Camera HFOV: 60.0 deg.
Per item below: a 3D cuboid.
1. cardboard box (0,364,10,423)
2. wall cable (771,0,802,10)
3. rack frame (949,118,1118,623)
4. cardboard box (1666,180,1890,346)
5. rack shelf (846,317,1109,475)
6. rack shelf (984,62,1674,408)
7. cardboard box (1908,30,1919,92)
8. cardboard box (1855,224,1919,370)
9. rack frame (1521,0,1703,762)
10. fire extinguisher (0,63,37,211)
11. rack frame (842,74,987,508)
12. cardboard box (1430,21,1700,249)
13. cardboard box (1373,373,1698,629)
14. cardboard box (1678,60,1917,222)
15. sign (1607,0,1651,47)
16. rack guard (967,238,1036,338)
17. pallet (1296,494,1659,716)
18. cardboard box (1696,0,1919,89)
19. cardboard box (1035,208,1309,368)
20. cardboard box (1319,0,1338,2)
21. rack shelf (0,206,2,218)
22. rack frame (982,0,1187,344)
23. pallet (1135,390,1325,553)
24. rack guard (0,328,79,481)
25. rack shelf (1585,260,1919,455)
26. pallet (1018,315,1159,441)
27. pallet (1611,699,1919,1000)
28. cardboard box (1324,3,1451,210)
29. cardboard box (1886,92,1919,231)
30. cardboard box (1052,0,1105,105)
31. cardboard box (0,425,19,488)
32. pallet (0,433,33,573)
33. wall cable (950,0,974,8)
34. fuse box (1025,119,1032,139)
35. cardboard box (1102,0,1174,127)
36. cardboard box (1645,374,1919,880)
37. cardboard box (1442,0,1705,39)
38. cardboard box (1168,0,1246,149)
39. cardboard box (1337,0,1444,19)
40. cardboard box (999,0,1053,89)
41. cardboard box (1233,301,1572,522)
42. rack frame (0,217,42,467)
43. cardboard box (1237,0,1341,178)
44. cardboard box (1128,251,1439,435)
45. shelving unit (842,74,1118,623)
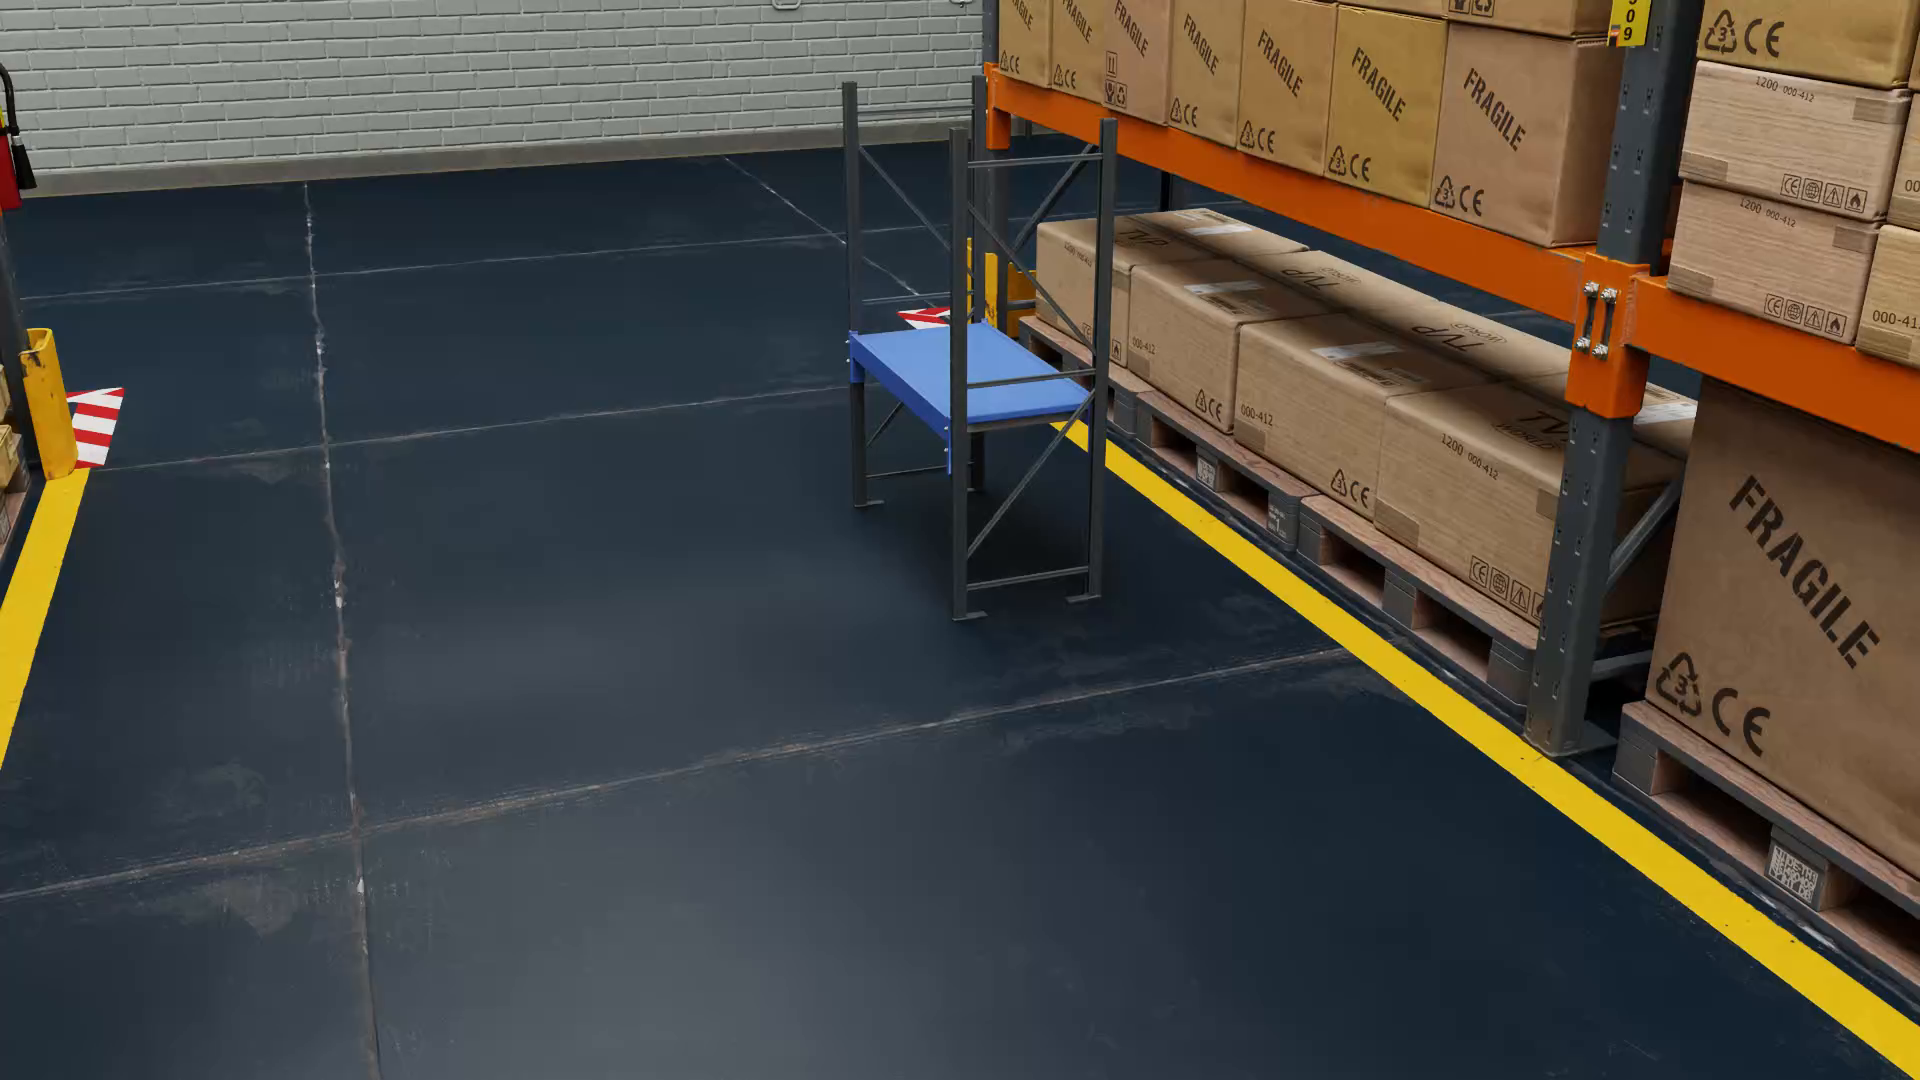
[{"bbox_3d":[-3.556,-0.493,5.804,0.380,0.149,0.250,-9,24,-20],"label":"cardboard box"},{"bbox_3d":[-1.428,-4.872,12.100,0.585,1.953,0.123,-8,24,-19],"label":"wall cable"},{"bbox_3d":[0.210,-0.475,4.947,0.500,1.500,0.032,-8,24,-19],"label":"rack frame"},{"bbox_3d":[1.908,-0.626,3.565,0.500,0.250,0.500,-9,24,-20],"label":"cardboard box"},{"bbox_3d":[0.030,-0.494,5.455,0.538,0.185,1.000,-8,24,-19],"label":"rack shelf"},{"bbox_3d":[1.293,-1.286,5.865,1.077,0.370,4.000,-8,24,-19],"label":"rack shelf"},{"bbox_3d":[2.091,-1.017,2.885,0.500,0.500,0.500,-8,24,-19],"label":"cardboard box"},{"bbox_3d":[2.092,-0.438,3.120,0.500,0.250,0.500,-9,24,-20],"label":"cardboard box"},{"bbox_3d":[1.999,-0.891,4.001,1.000,3.000,0.127,-8,24,-19],"label":"rack frame"},{"bbox_3d":[-3.666,-1.576,6.206,0.296,0.674,0.183,-8,24,-19],"label":"fire extinguisher"},{"bbox_3d":[-0.149,-0.845,5.823,0.500,1.500,0.032,-8,24,-19],"label":"rack frame"},{"bbox_3d":[1.596,-1.070,4.299,0.500,0.500,0.500,-8,24,-19],"label":"cardboard box"},{"bbox_3d":[1.878,-0.147,4.994,0.875,0.438,0.875,-9,24,-20],"label":"cardboard box"},{"bbox_3d":[1.891,-0.854,3.462,0.500,0.250,0.500,-9,24,-21],"label":"cardboard box"},{"bbox_3d":[1.480,-1.250,3.636,0.100,0.325,0.005,-8,24,-19],"label":"sign"},{"bbox_3d":[0.578,-1.201,7.956,1.175,0.500,0.348,-8,24,-19],"label":"rack guard"},{"bbox_3d":[1.804,0.107,5.224,1.003,0.211,1.213,-8,24,-19],"label":"pallet"},{"bbox_3d":[1.886,-1.198,3.315,0.500,0.500,0.500,-8,24,-18],"label":"cardboard box"},{"bbox_3d":[0.913,-1.131,7.329,0.875,0.438,0.875,-9,25,-21],"label":"cardboard box"},{"bbox_3d":[1.214,-1.900,4.981,0.500,0.500,0.500,-8,24,-18],"label":"cardboard box"},{"bbox_3d":[-3.303,-0.570,4.167,1.077,0.370,4.000,-8,24,-19],"label":"rack shelf"},{"bbox_3d":[0.586,-2.344,7.450,1.000,3.000,0.127,-8,24,-19],"label":"rack frame"},{"bbox_3d":[1.369,-0.337,6.278,1.003,0.211,1.213,-8,24,-19],"label":"pallet"},{"bbox_3d":[-3.982,-0.449,6.171,1.175,0.500,0.348,-8,24,-19],"label":"rack guard"},{"bbox_3d":[2.706,0.167,2.417,1.077,0.370,4.000,-8,24,-19],"label":"rack shelf"},{"bbox_3d":[0.942,-0.779,7.328,1.003,0.211,1.213,-8,24,-19],"label":"pallet"},{"bbox_3d":[2.342,0.664,3.902,1.003,0.211,1.213,-8,24,-19],"label":"pallet"},{"bbox_3d":[1.409,-1.257,4.740,0.500,0.500,0.500,-9,24,-20],"label":"cardboard box"},{"bbox_3d":[2.101,-0.668,3.022,0.500,0.250,0.500,-8,24,-18],"label":"cardboard box"},{"bbox_3d":[0.692,-1.997,6.496,0.500,0.500,0.500,-9,24,-20],"label":"cardboard box"},{"bbox_3d":[-3.443,-0.266,5.649,0.380,0.149,0.250,-8,24,-17],"label":"cardboard box"},{"bbox_3d":[-3.728,-0.016,5.515,1.003,0.211,1.213,-8,24,-19],"label":"pallet"},{"bbox_3d":[-0.105,-5.057,12.578,0.588,1.984,0.122,-8,24,-19],"label":"wall cable"},{"bbox_3d":[0.589,-4.031,13.111,0.539,1.711,0.414,-8,24,-19],"label":"fuse box"},{"bbox_3d":[0.855,-1.809,6.052,0.500,0.500,0.500,-8,24,-19],"label":"cardboard box"},{"bbox_3d":[2.293,0.109,3.824,0.875,0.875,0.875,-8,24,-17],"label":"cardboard box"},{"bbox_3d":[1.574,-1.531,4.105,0.500,0.500,0.500,-9,24,-19],"label":"cardboard box"},{"bbox_3d":[1.047,-1.630,5.625,0.500,0.500,0.500,-8,24,-17],"label":"cardboard box"},{"bbox_3d":[1.402,-1.717,4.545,0.500,0.500,0.500,-9,24,-20],"label":"cardboard box"},{"bbox_3d":[0.487,-2.176,6.923,0.500,0.500,0.500,-9,24,-19],"label":"cardboard box"},{"bbox_3d":[1.561,-0.472,5.765,0.875,0.438,0.875,-9,25,-21],"label":"cardboard box"},{"bbox_3d":[-4.009,-1.628,5.751,1.000,3.000,0.127,-8,24,-19],"label":"rack frame"},{"bbox_3d":[1.218,-1.437,5.169,0.500,0.500,0.500,-9,24,-20],"label":"cardboard box"},{"bbox_3d":[1.244,-0.800,6.543,0.875,0.438,0.875,-8,24,-18],"label":"cardboard box"},{"bbox_3d":[0.030,-0.660,5.385,0.538,1.500,1.048,-8,24,-19],"label":"shelving unit"}]
